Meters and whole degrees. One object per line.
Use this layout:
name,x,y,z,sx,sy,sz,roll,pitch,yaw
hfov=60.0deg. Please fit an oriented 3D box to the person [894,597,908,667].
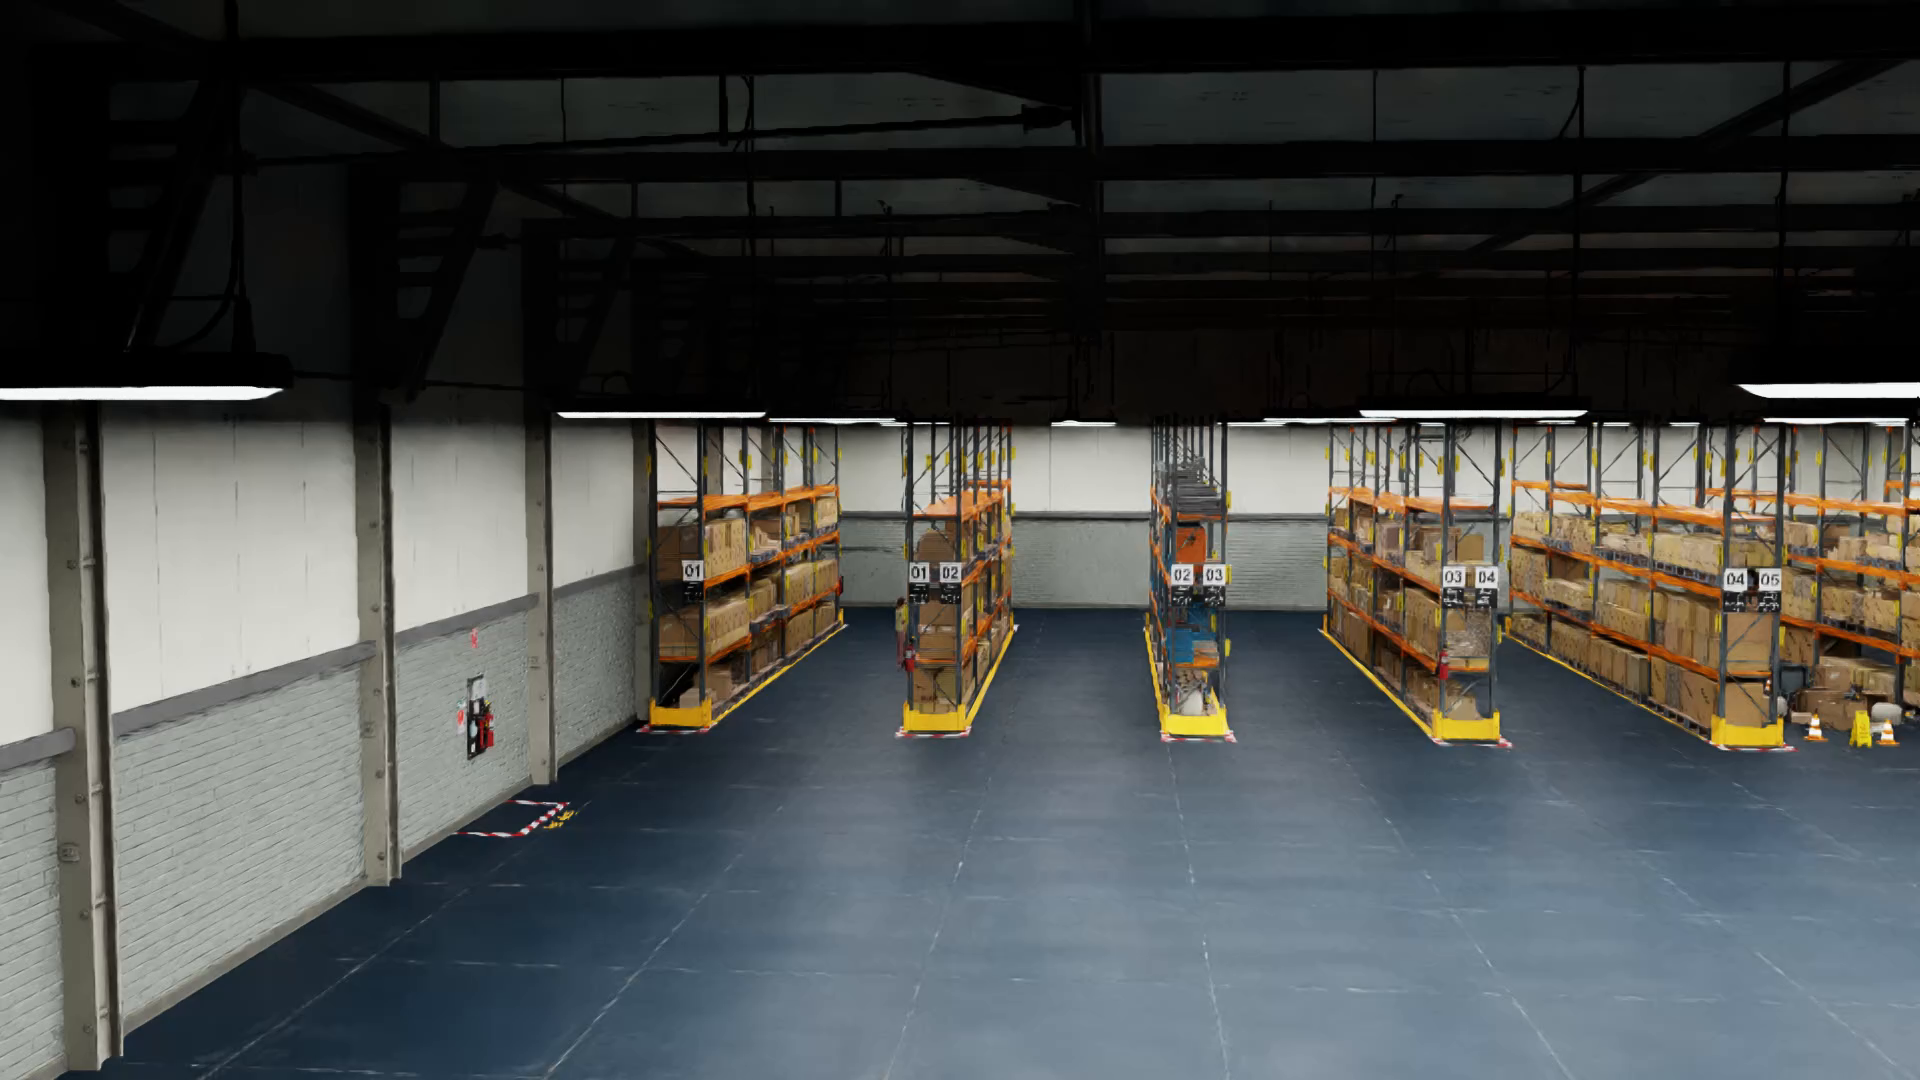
person,-1.362,2.193,39.830,0.431,1.677,0.499,-2,4,-26
